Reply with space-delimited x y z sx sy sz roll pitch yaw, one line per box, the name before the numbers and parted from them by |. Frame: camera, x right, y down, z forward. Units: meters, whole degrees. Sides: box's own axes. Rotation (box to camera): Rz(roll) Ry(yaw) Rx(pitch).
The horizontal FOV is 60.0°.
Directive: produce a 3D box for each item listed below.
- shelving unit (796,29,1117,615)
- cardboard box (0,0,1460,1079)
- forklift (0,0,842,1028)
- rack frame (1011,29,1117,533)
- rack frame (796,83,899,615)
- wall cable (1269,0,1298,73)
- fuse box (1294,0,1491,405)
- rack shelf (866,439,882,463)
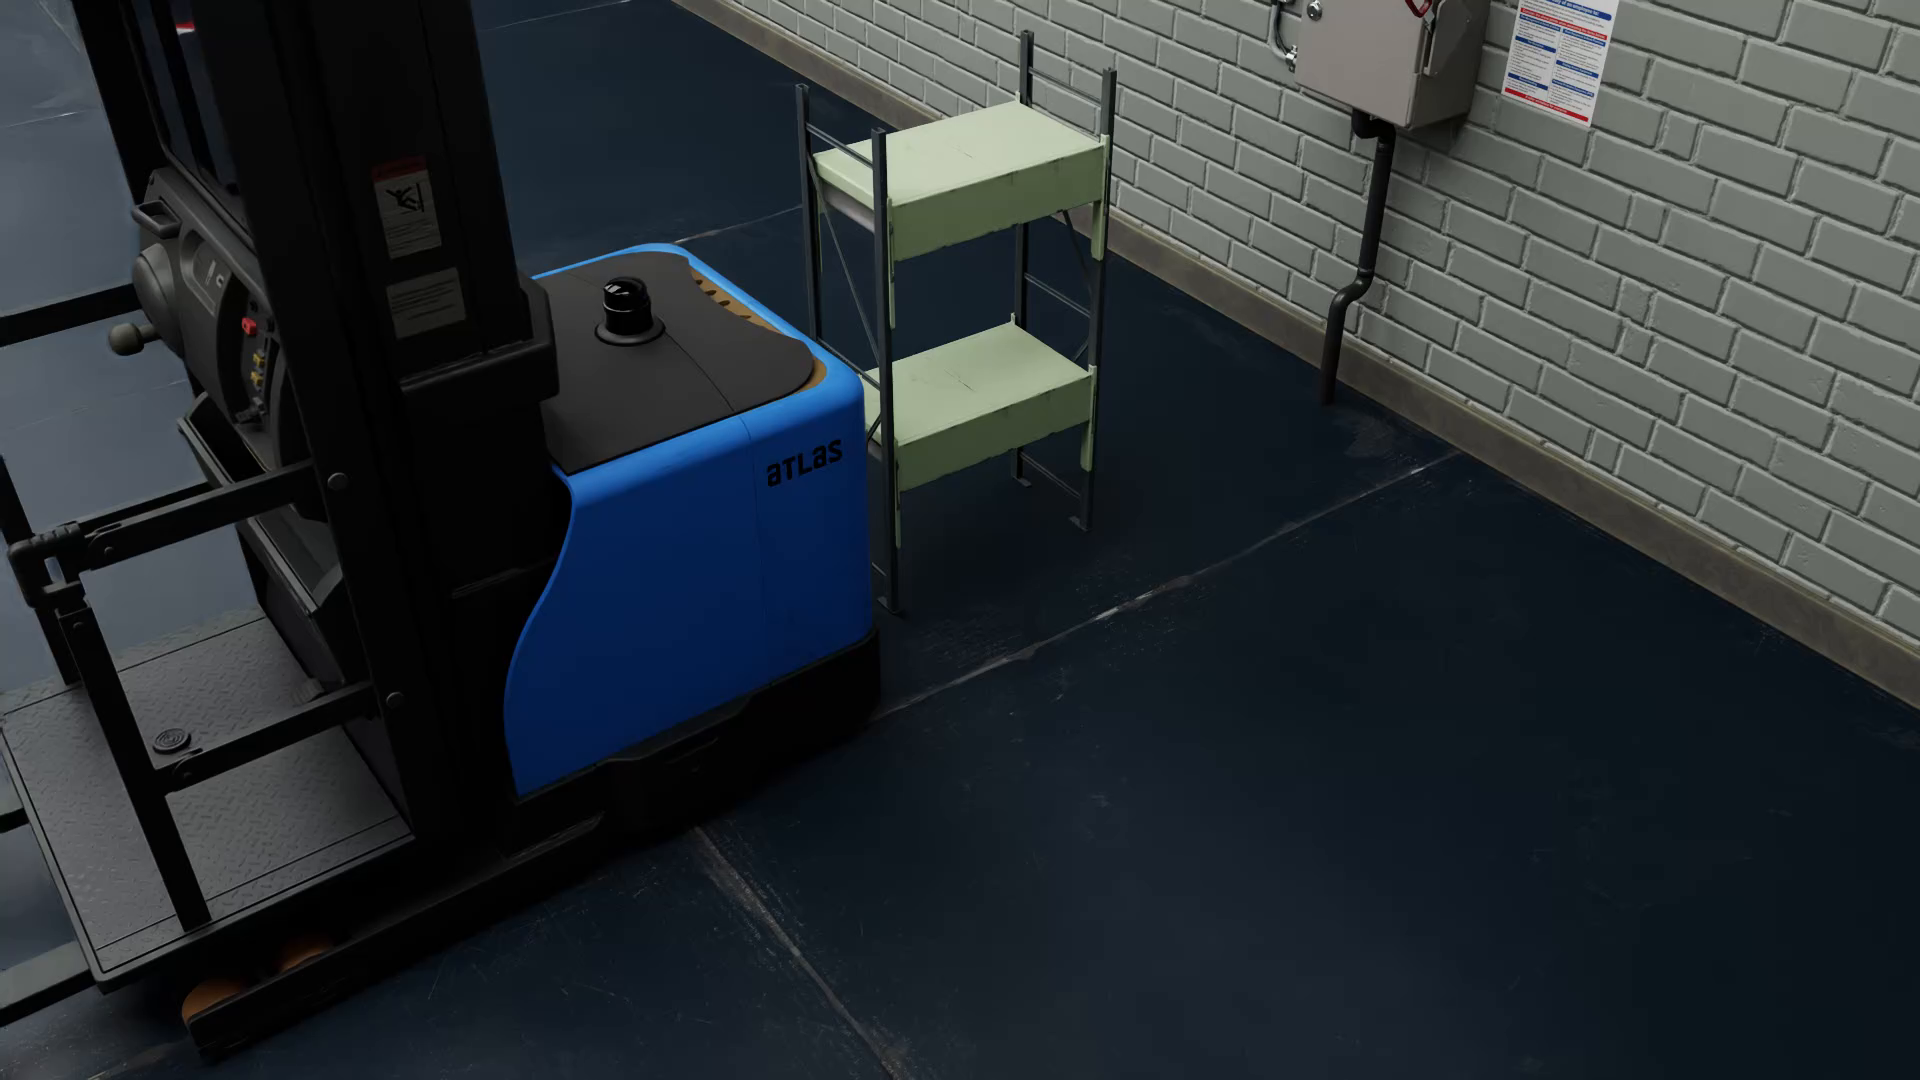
shelving unit | -0.005 -0.607 4.809 0.755 1.500 0.400 -22 41 -28
cardboard box | -5.440 -0.091 4.049 13.522 1.550 6.103 -23 42 -29
forklift | -1.742 -0.367 3.325 2.937 2.843 1.107 -24 42 -29
rack frame | 0.294 -0.730 4.980 0.023 1.500 0.400 -22 41 -28
rack frame | -0.305 -0.484 4.638 0.023 1.500 0.400 -22 41 -28
wall cable | 1.030 -2.482 5.262 0.122 1.984 0.588 -22 41 -28
fuse box | 1.294 -1.168 5.408 0.414 1.711 0.539 -22 41 -28
rack shelf | -0.005 -0.400 4.958 0.664 0.071 0.332 -22 41 -28
